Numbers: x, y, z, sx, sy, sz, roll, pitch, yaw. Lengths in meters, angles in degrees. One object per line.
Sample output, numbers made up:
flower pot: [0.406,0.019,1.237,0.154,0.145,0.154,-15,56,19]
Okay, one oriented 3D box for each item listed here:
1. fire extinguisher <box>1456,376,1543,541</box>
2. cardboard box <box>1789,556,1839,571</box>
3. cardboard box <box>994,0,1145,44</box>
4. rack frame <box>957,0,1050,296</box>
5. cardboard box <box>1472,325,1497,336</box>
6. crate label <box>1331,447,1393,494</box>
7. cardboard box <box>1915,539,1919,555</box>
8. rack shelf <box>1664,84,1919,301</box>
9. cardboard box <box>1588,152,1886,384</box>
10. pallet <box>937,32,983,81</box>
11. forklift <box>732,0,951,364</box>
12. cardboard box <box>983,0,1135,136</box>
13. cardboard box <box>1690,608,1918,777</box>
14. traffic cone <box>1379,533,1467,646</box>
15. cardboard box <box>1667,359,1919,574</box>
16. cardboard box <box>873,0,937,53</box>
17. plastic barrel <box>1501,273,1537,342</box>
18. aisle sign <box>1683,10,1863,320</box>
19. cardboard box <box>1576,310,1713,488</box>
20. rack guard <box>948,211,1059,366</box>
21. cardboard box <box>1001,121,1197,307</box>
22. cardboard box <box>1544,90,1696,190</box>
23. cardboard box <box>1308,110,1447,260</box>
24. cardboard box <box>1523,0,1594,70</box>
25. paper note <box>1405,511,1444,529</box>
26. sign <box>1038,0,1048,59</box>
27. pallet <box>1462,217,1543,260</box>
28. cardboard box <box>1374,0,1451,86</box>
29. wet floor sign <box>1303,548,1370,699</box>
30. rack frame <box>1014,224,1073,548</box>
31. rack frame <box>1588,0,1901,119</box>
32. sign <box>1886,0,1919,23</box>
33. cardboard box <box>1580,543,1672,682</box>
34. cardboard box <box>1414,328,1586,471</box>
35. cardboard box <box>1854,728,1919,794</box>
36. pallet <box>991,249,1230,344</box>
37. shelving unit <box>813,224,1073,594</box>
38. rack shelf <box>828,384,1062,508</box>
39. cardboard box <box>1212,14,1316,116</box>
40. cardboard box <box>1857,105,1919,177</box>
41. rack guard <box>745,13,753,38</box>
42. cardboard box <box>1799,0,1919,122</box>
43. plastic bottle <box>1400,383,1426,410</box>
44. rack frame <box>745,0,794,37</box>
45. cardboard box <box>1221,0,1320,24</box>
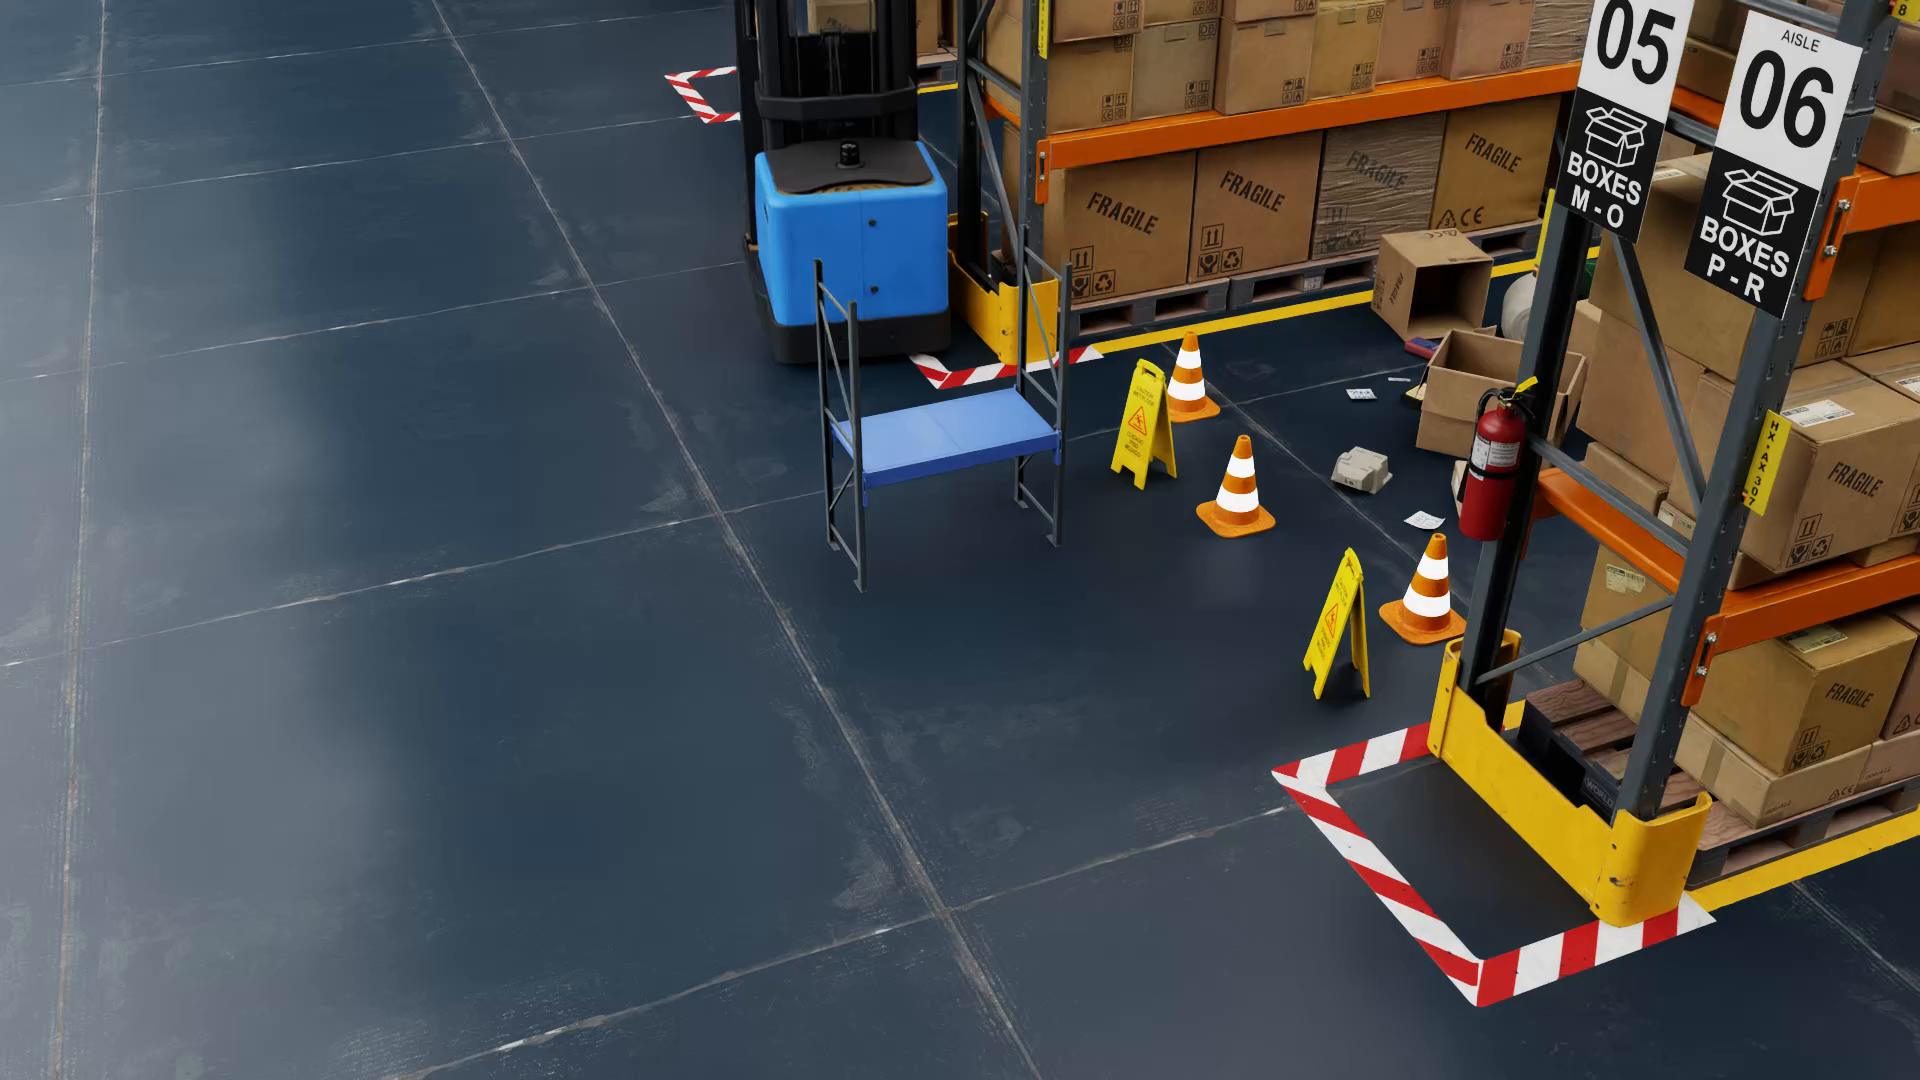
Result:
fire extinguisher: [1.958,-0.320,6.062,0.183,0.674,0.296,-13,35,-19]
cardboard box: [2.862,-0.068,5.834,0.250,0.149,0.380,-12,35,-18]
cardboard box: [0.589,-3.187,9.270,0.550,0.550,0.875,-13,35,-19]
rack frame: [0.232,-2.613,9.515,0.127,3.000,1.000,-13,35,-19]
cardboard box: [3.048,-1.022,9.577,0.258,0.266,0.396,-7,34,-11]
crate label: [2.096,-0.368,8.690,0.250,0.136,0.298,23,39,30]
cardboard box: [3.390,-0.113,5.904,0.250,0.149,0.380,-12,35,-18]
rack shelf: [4.086,-1.523,5.749,4.000,0.370,1.077,-13,35,-19]
cardboard box: [2.628,-0.948,5.675,0.500,0.500,0.700,-14,35,-20]
pallet: [0.361,-4.384,14.795,1.213,0.211,1.003,-13,35,-19]
forklift: [-0.853,-3.050,10.250,1.130,2.935,3.031,-6,34,-10]
cardboard box: [0.557,-2.777,9.629,0.550,0.550,0.875,-13,35,-19]
cardboard box: [3.114,0.481,6.209,0.500,0.500,0.500,-14,36,-21]
traffic cone: [2.139,0.179,7.550,0.334,0.463,0.336,-13,35,-19]
cardboard box: [2.786,-0.272,5.553,0.500,0.500,0.500,-13,35,-20]
cardboard box: [-0.475,-4.523,14.358,0.500,0.500,0.500,-4,33,-6]
plastic barrel: [3.468,-1.366,9.962,0.421,0.421,0.512,10,34,14]
aisle sign: [2.304,-1.065,4.753,0.004,0.787,0.394,-13,35,-19]
cardboard box: [2.635,-0.564,6.003,0.500,0.500,0.500,-14,35,-20]
rack guard: [0.210,-1.560,10.189,0.348,0.500,1.175,-13,35,-19]
cardboard box: [0.832,-2.074,10.251,0.875,0.875,0.875,-13,35,-19]
cardboard box: [4.458,-2.866,11.583,0.750,0.750,1.050,-13,35,-19]
cardboard box: [2.484,-2.453,10.832,0.875,0.875,0.875,-13,35,-19]
cardboard box: [3.585,-3.436,10.643,0.550,0.550,0.875,-13,35,-19]
paper note: [2.343,-0.101,8.377,0.142,0.019,0.148,-27,42,-35]
sign: [0.441,-2.728,8.826,0.005,0.325,0.100,-13,35,-19]
pallet: [3.189,-2.167,11.387,1.213,0.211,1.003,-13,35,-19]
cardboard box: [2.543,-3.254,10.363,0.550,0.550,0.875,-13,35,-19]
wet floor sign: [1.652,0.344,7.129,0.232,0.644,0.267,-2,33,-2]
rack frame: [0.390,-0.718,7.978,0.032,1.500,0.500,-13,35,-19]
rack frame: [2.242,-2.659,4.086,0.127,3.000,1.000,-13,35,-19]
sign: [2.452,-1.496,4.246,0.005,0.325,0.100,-13,35,-19]
cardboard box: [2.879,0.217,6.614,0.500,0.500,0.500,-13,35,-19]
cardboard box: [2.881,-0.742,8.929,0.797,0.503,0.637,16,36,23]
cardboard box: [3.566,0.697,6.565,0.500,0.250,0.500,-12,35,-17]
pallet: [0.939,-1.652,10.595,1.213,0.211,1.003,-13,35,-19]
shelving unit: [-0.079,-0.611,7.813,1.048,1.500,0.538,-13,35,-19]
rack shelf: [-0.079,-0.460,7.911,1.000,0.185,0.538,-13,35,-19]
cardboard box: [1.620,-2.959,9.909,0.550,0.550,0.875,-13,35,-19]
cardboard box: [2.673,-1.204,4.829,0.250,0.149,0.380,-13,35,-19]
rack guard: [-1.525,-4.096,14.087,0.348,0.500,1.175,-13,35,-19]
cardboard box: [2.808,-1.436,4.821,0.500,0.250,0.500,-14,35,-20]
plastic bottle: [2.644,-0.832,9.473,0.283,0.061,0.133,-27,42,-35]
rack frame: [-1.595,-5.128,13.381,0.127,3.000,1.000,-13,35,-19]
cardboard box: [1.630,-3.399,9.596,0.550,0.550,0.875,-13,35,-19]
